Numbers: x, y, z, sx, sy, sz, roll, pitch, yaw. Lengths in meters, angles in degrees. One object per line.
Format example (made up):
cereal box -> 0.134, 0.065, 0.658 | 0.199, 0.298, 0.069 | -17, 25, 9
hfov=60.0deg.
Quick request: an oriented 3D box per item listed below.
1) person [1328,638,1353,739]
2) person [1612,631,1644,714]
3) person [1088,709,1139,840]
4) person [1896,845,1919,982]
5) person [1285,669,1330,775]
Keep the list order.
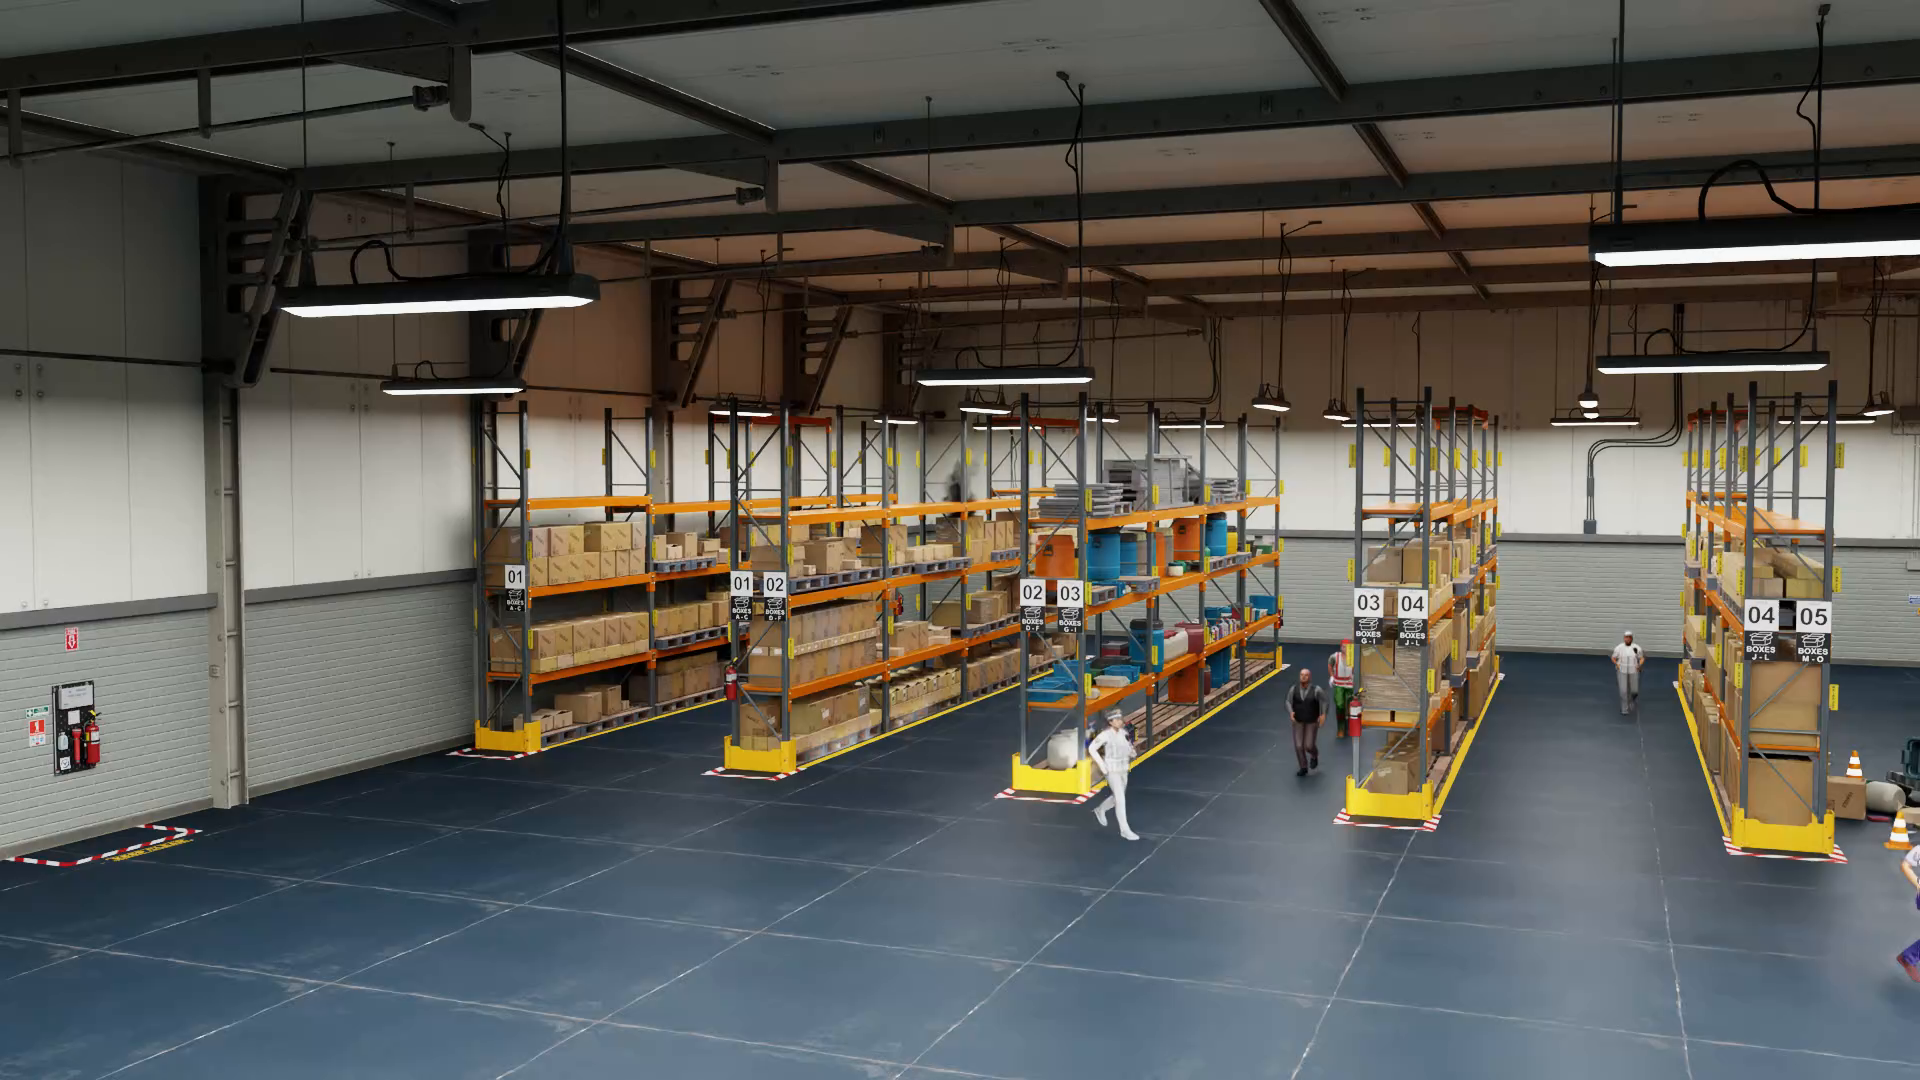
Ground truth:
person -> 6.940, 2.666, 29.964 | 0.564, 1.809, 0.838 | 0, 3, 6
person -> 13.109, 2.609, 32.640 | 0.603, 1.609, 0.551 | 1, 3, 20
person -> 2.068, 3.067, 22.028 | 0.617, 1.675, 0.898 | -2, 4, -39
person -> 9.148, 3.417, 15.516 | 0.587, 1.634, 0.830 | -2, 3, -33
person -> 5.489, 2.883, 26.351 | 0.692, 1.680, 0.599 | 1, 3, 23
